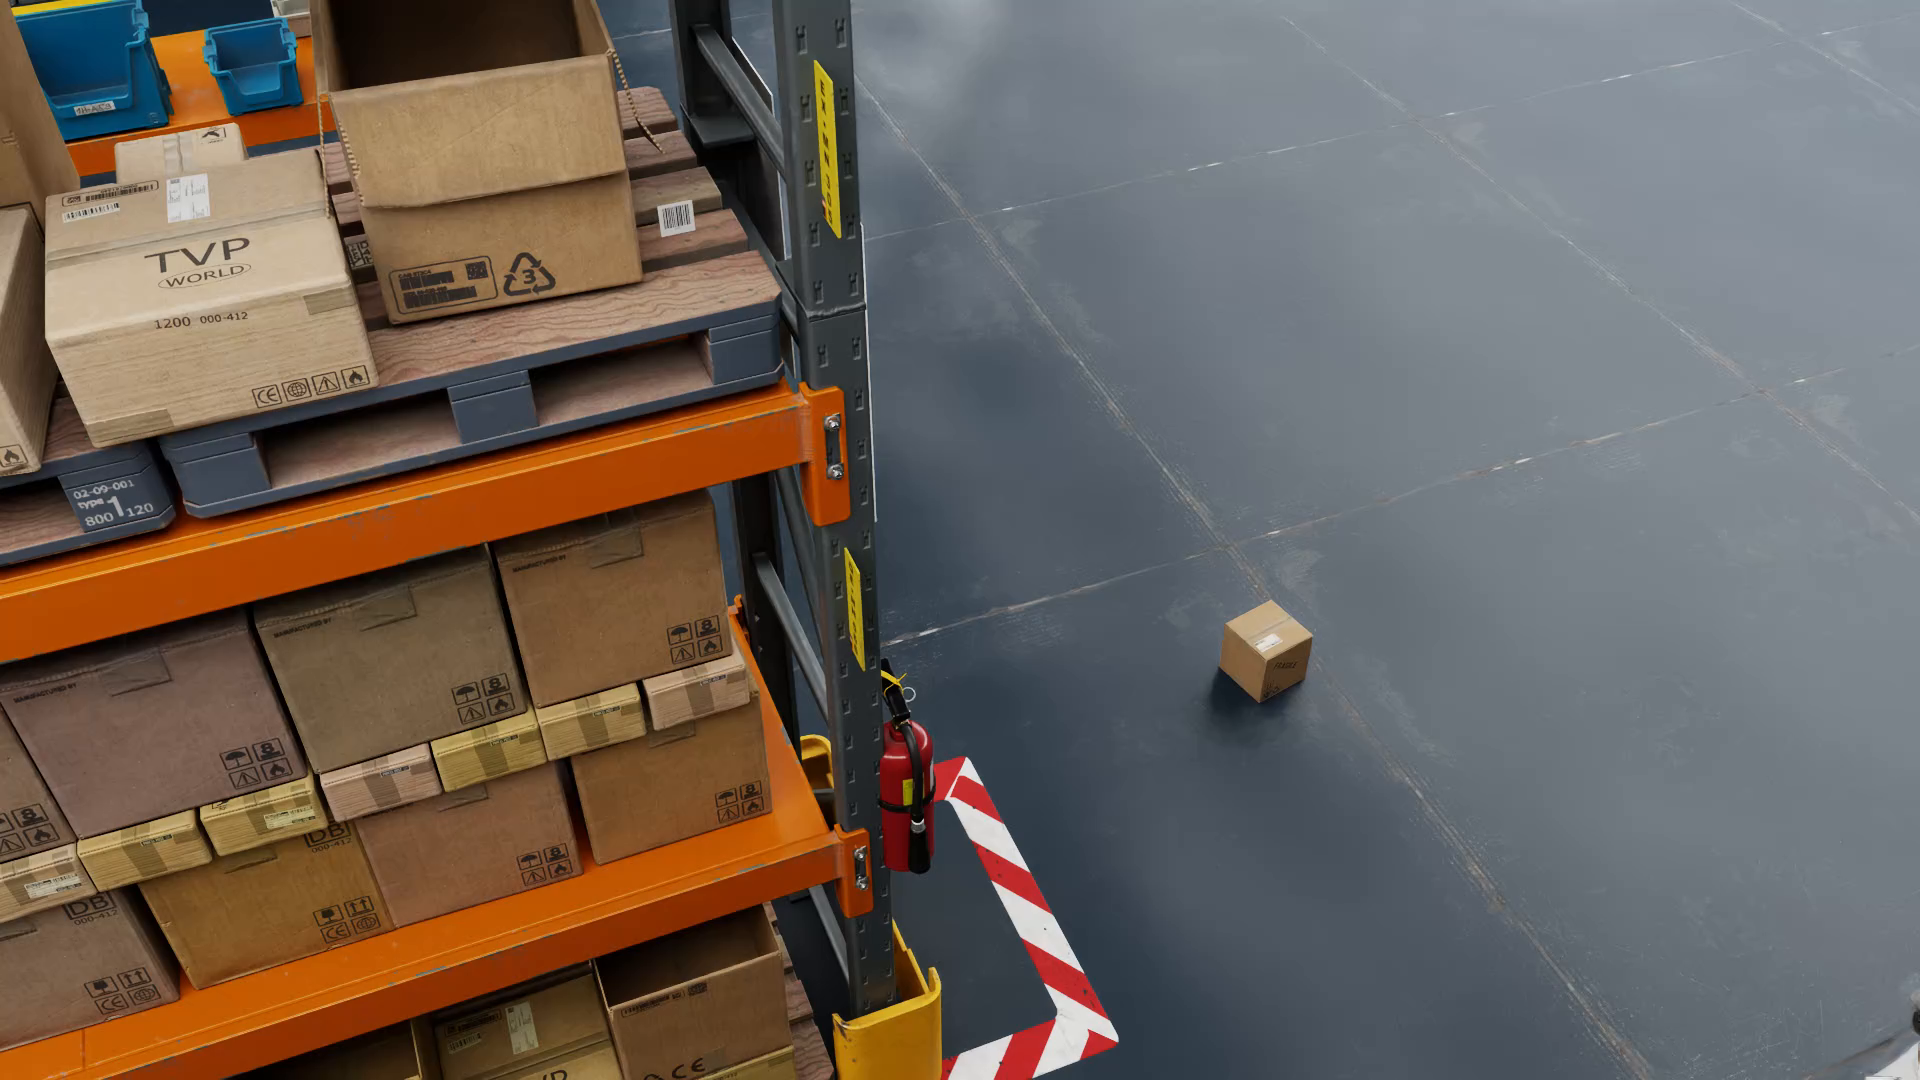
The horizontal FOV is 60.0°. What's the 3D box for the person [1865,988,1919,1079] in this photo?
[{"bbox_3d":[2.340,1.719,4.213,0.495,1.710,0.441,-23,47,-24],"label":"person"}]
